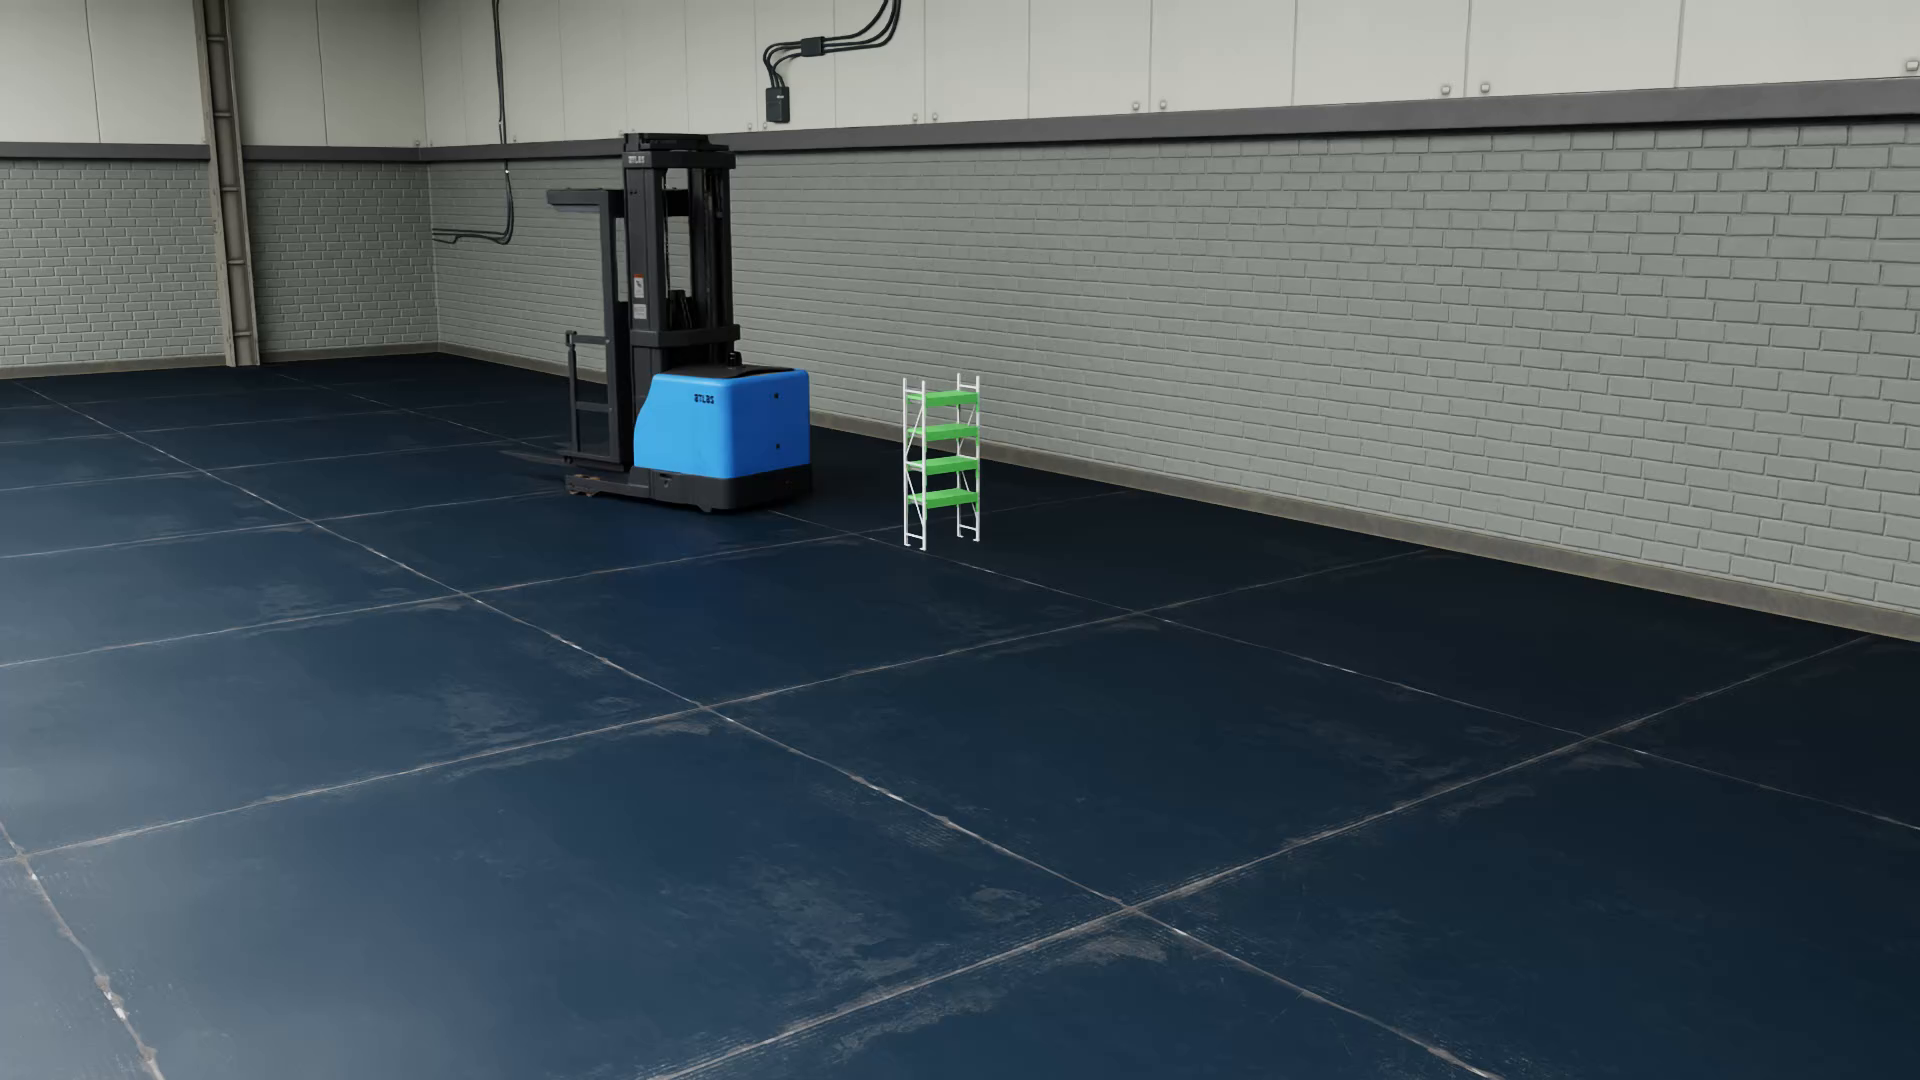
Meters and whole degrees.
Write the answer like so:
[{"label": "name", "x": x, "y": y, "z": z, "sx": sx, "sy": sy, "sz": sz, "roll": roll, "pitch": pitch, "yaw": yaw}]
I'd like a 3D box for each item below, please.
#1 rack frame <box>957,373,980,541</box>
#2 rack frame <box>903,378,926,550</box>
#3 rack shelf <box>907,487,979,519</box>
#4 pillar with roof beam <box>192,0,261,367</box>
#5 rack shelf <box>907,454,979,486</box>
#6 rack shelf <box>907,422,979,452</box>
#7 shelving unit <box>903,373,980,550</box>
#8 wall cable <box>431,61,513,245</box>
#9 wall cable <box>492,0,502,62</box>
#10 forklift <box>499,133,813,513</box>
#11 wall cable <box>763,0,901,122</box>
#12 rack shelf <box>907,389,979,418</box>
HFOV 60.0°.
[{"label": "rack frame", "x": 0.061, "y": -0.597, "z": 12.052, "sx": 0.015, "sy": 1.200, "sz": 0.240, "roll": -9, "pitch": 15, "yaw": -38}, {"label": "rack frame", "x": -0.320, "y": -0.534, "z": 11.754, "sx": 0.015, "sy": 1.200, "sz": 0.240, "roll": -9, "pitch": 15, "yaw": -38}, {"label": "rack shelf", "x": -0.129, "y": -0.268, "z": 11.966, "sx": 0.480, "sy": 0.148, "sz": 0.258, "roll": -9, "pitch": 15, "yaw": -38}, {"label": "pillar with roof beam", "x": -7.679, "y": -6.236, "z": 19.830, "sx": 0.400, "sy": 9.000, "sz": 9.100, "roll": -9, "pitch": 15, "yaw": -38}, {"label": "rack shelf", "x": -0.129, "y": -0.503, "z": 11.916, "sx": 0.480, "sy": 0.148, "sz": 0.258, "roll": -9, "pitch": 15, "yaw": -38}, {"label": "rack shelf", "x": -0.129, "y": -0.738, "z": 11.866, "sx": 0.480, "sy": 0.148, "sz": 0.258, "roll": -9, "pitch": 15, "yaw": -38}, {"label": "shelving unit", "x": -0.129, "y": -0.565, "z": 11.903, "sx": 0.503, "sy": 1.200, "sz": 0.258, "roll": -9, "pitch": 15, "yaw": -38}, {"label": "wall cable", "x": -7.242, "y": -5.583, "z": 24.231, "sx": 0.112, "sy": 2.526, "sz": 3.097, "roll": -9, "pitch": 15, "yaw": -38}, {"label": "wall cable", "x": -5.552, "y": -7.614, "z": 21.640, "sx": 0.112, "sy": 2.526, "sz": 3.097, "roll": -9, "pitch": 15, "yaw": -38}, {"label": "forklift", "x": -2.687, "y": -1.868, "z": 13.871, "sx": 3.031, "sy": 2.935, "sz": 1.130, "roll": 9, "pitch": 15, "yaw": 36}, {"label": "wall cable", "x": -1.324, "y": -7.223, "z": 16.294, "sx": 0.169, "sy": 6.003, "sz": 2.305, "roll": -9, "pitch": 15, "yaw": -38}, {"label": "rack shelf", "x": -0.129, "y": -0.972, "z": 11.817, "sx": 0.480, "sy": 0.148, "sz": 0.258, "roll": -9, "pitch": 15, "yaw": -38}]
